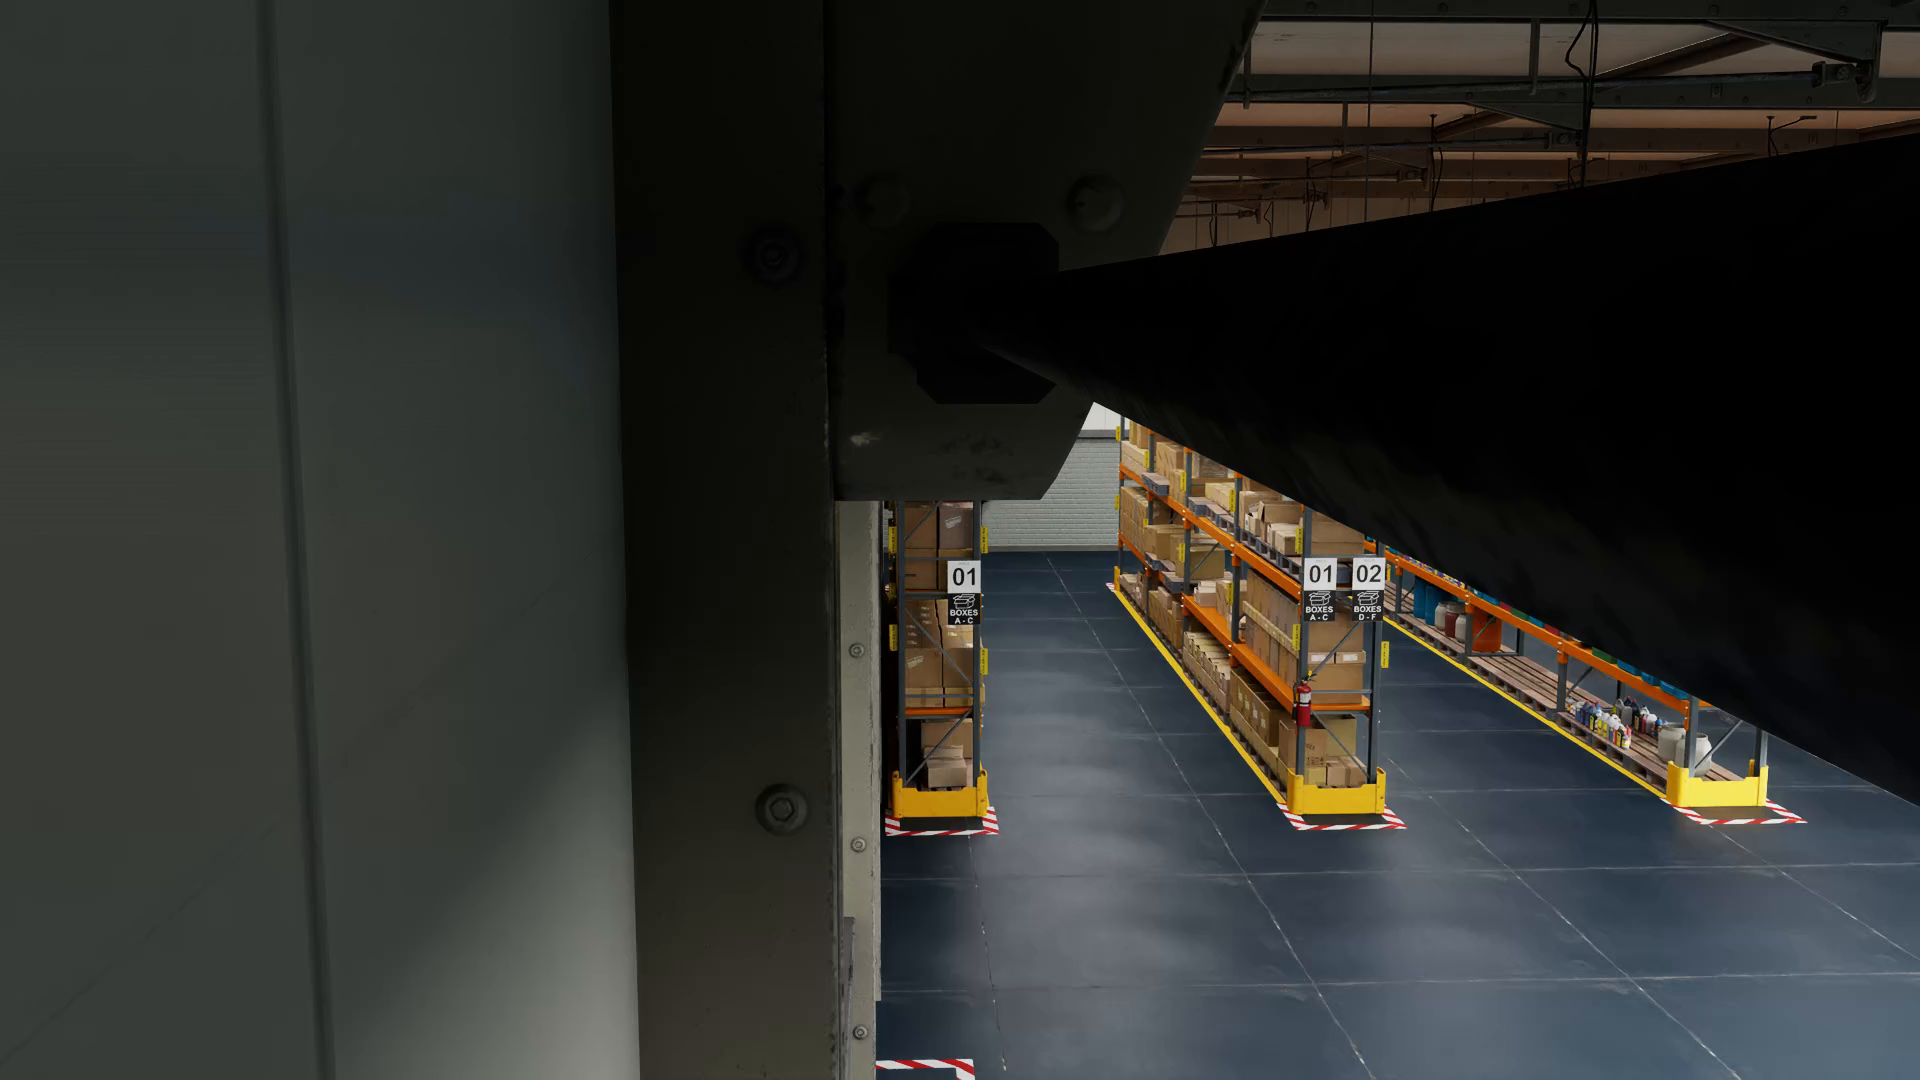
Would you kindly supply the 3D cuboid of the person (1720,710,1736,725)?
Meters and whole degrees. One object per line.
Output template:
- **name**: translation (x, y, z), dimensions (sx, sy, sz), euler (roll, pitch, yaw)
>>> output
- **person**: translation (11.534, 1.952, 25.093), dimensions (0.575, 1.609, 0.587), euler (-3, 9, -20)
